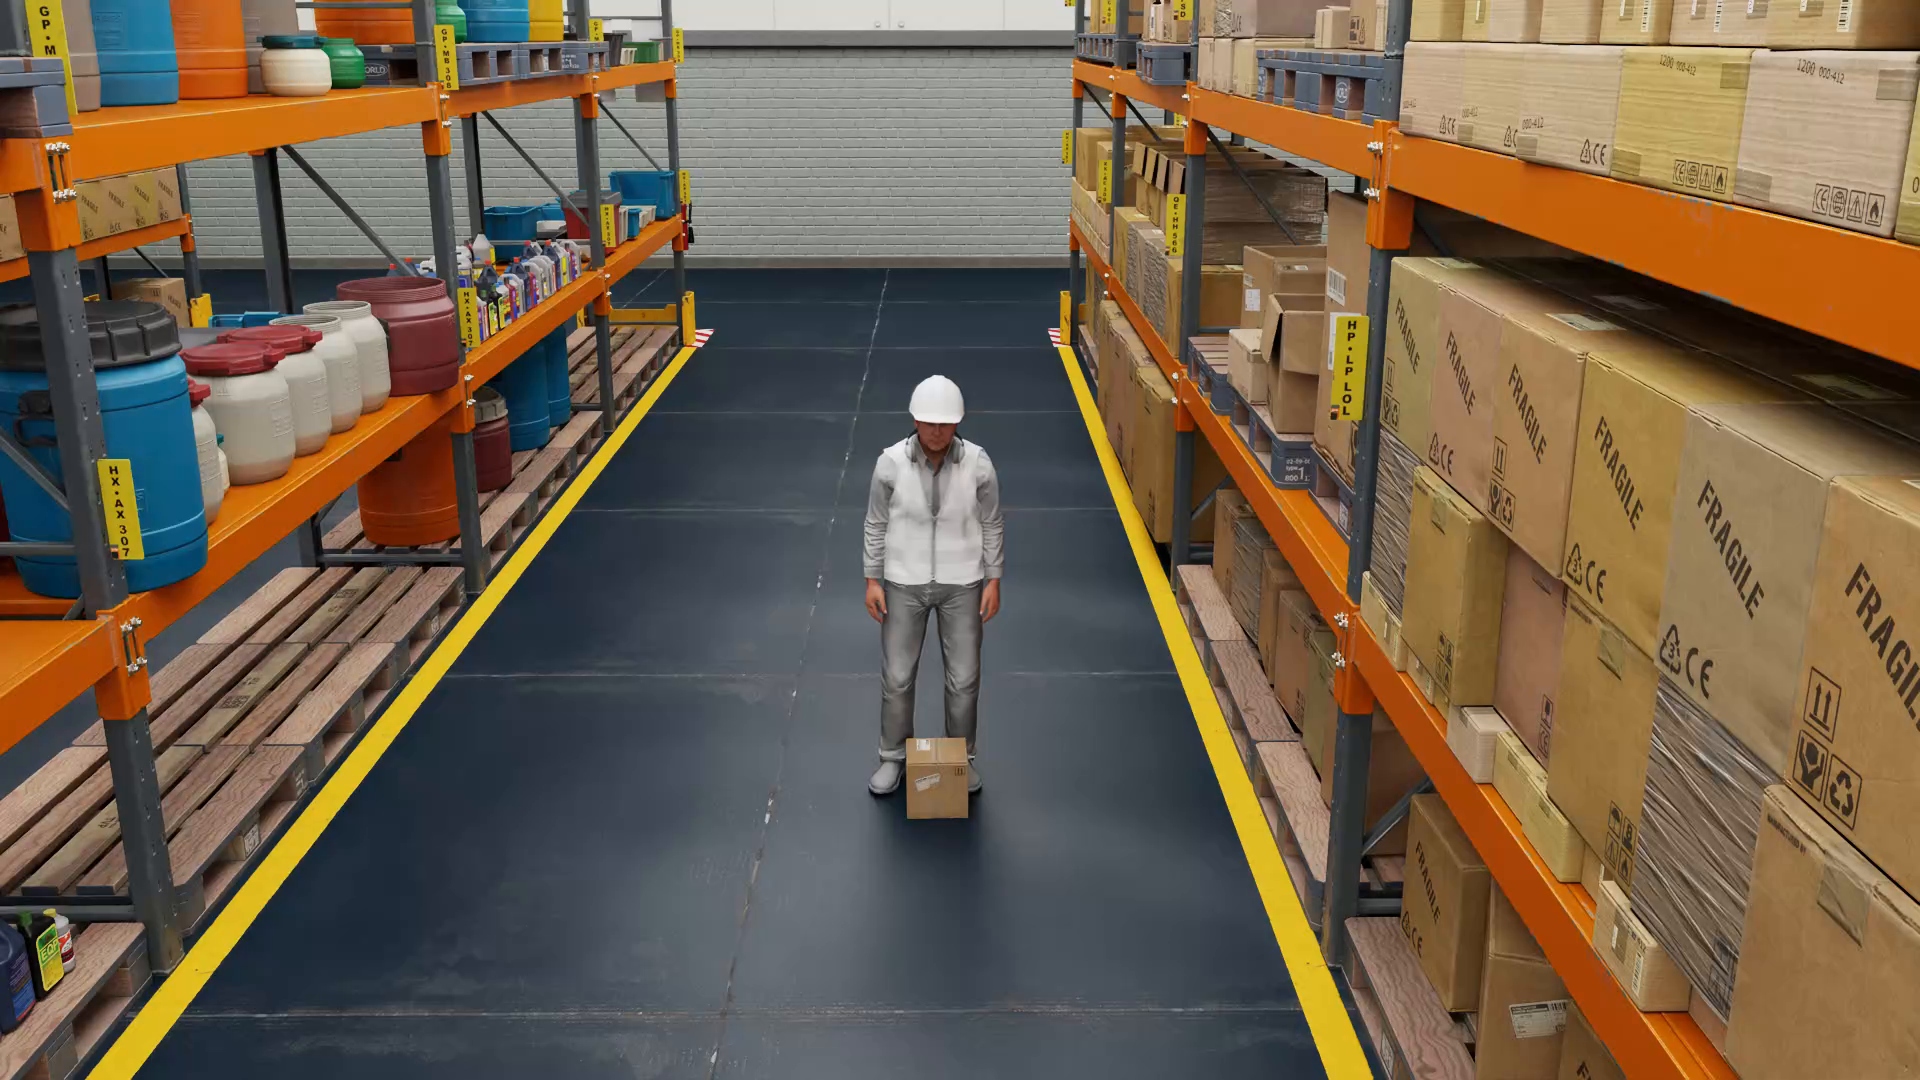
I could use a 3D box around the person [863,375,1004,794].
[{"bbox_3d":[-0.110,0.182,6.902,0.581,1.771,0.464,0,17,-1],"label":"person"}]
